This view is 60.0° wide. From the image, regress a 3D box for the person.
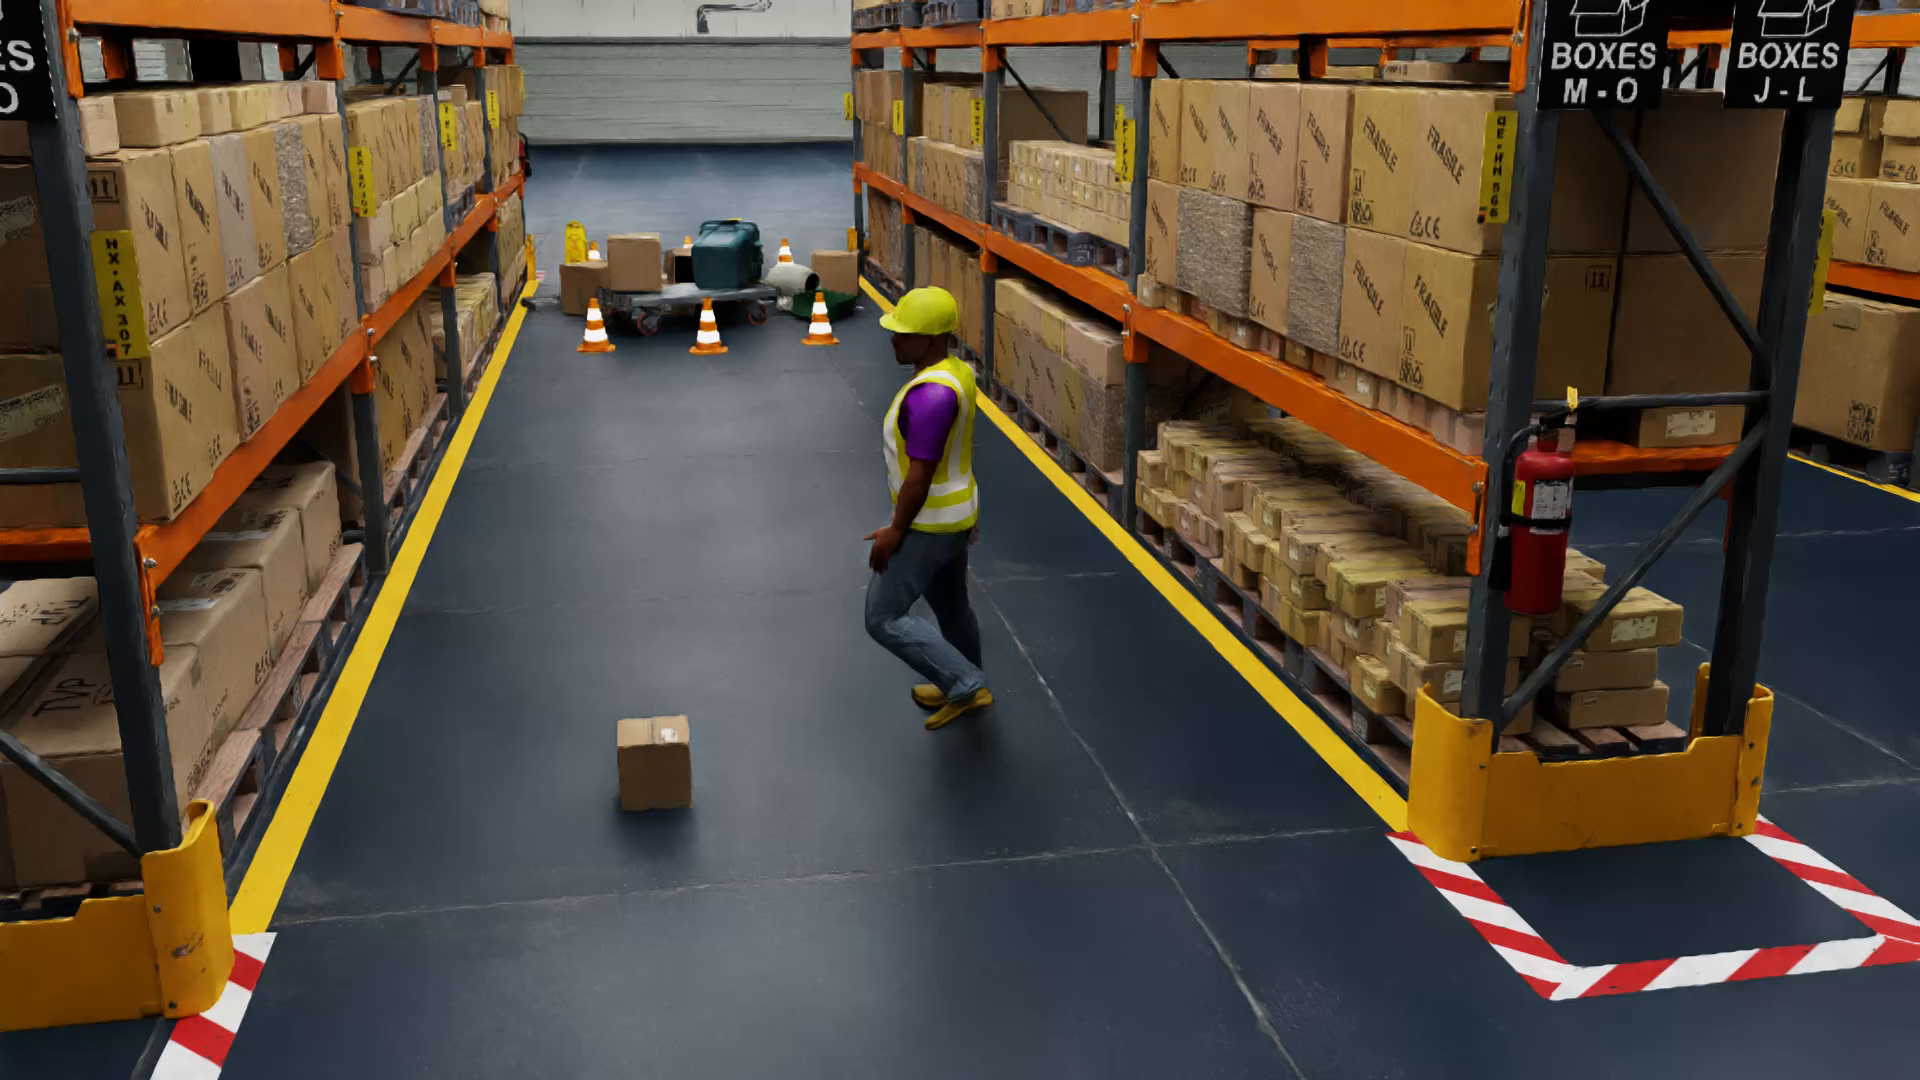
[{"bbox_3d":[-0.091,-0.095,6.303,0.488,1.738,0.691,2,16,6],"label":"person"}]
